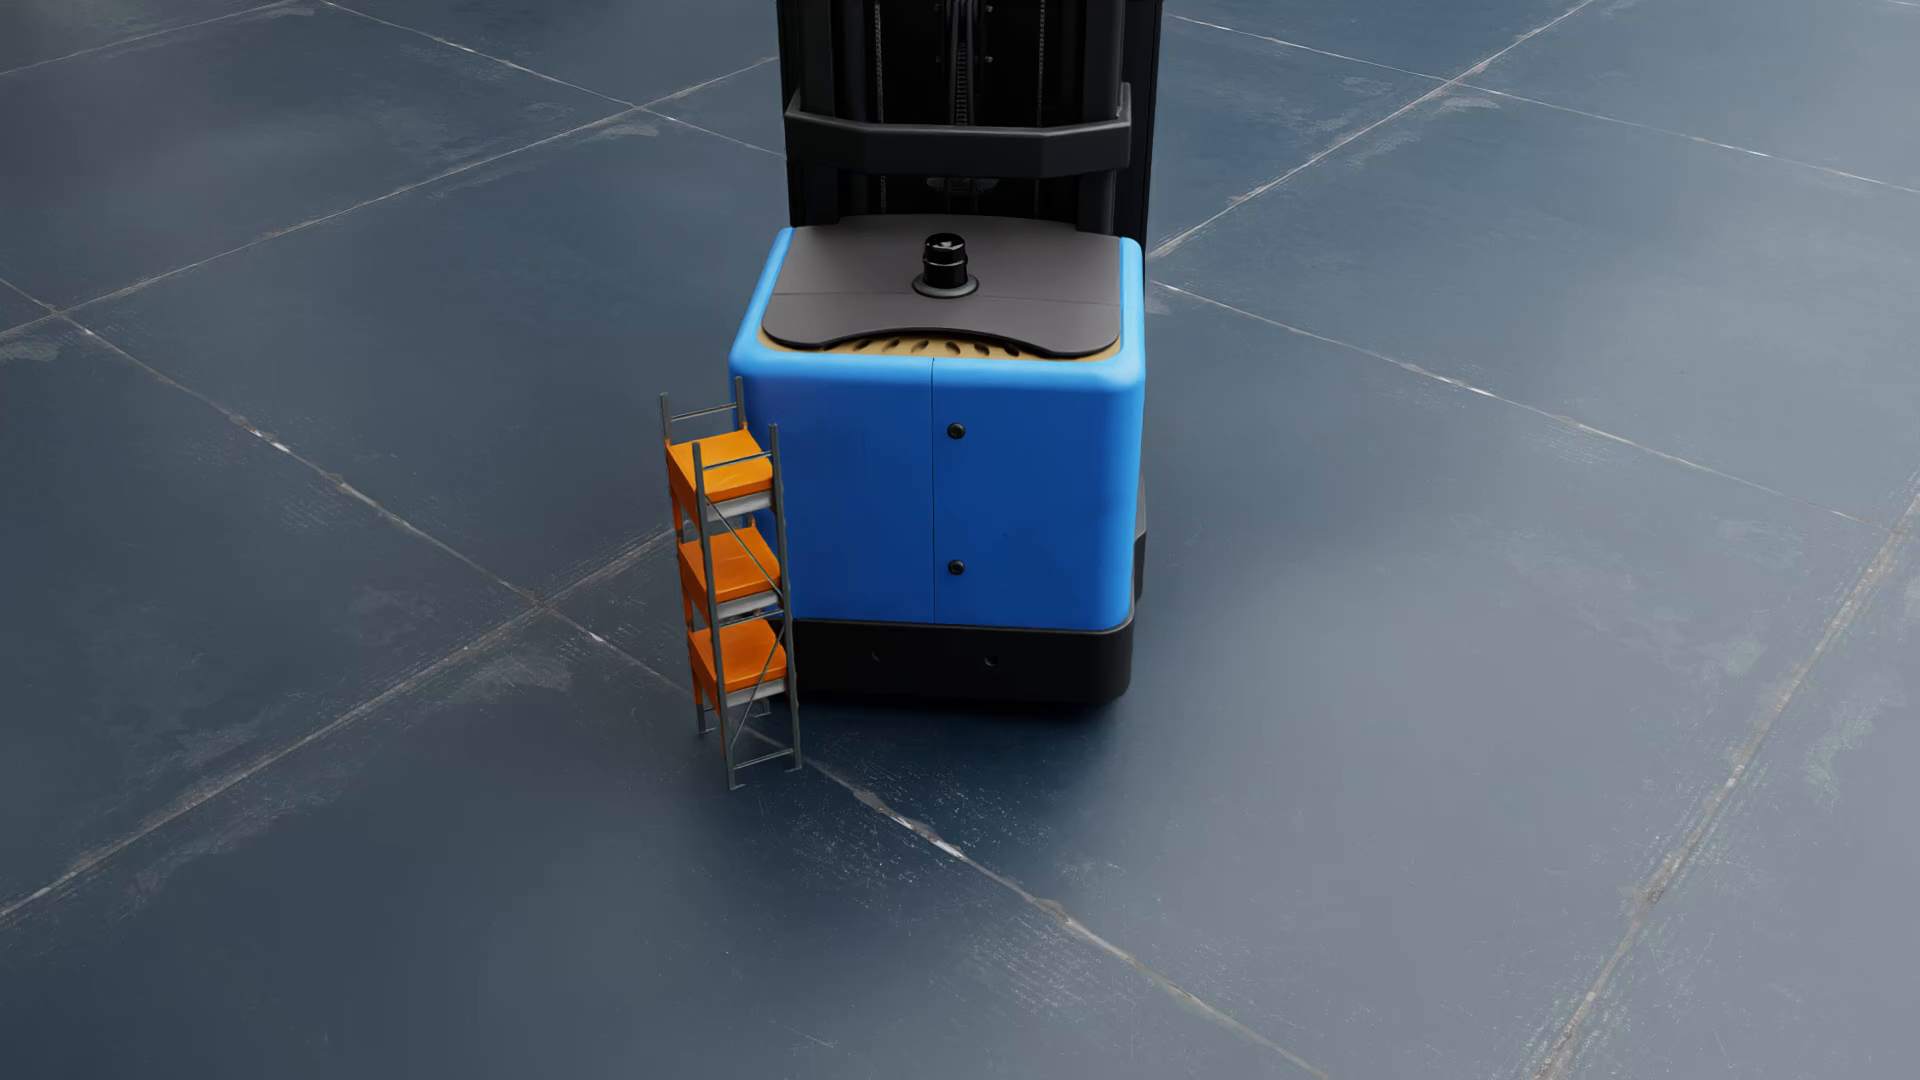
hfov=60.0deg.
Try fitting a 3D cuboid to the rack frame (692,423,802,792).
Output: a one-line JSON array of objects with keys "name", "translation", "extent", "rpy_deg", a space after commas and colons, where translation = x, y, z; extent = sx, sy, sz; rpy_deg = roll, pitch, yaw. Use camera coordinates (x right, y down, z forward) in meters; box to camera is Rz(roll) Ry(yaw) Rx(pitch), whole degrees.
[{"name": "rack frame", "translation": [-0.508, 0.193, 4.042], "extent": [0.200, 1.050, 0.008], "rpy_deg": [-15, 37, -21]}]

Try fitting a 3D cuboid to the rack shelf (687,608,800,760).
[{"name": "rack shelf", "translation": [-0.559, 0.368, 4.296], "extent": [0.215, 0.259, 0.240], "rpy_deg": [-15, 37, -21]}]

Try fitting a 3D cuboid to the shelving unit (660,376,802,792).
[{"name": "shelving unit", "translation": [-0.559, 0.130, 4.133], "extent": [0.215, 1.050, 0.252], "rpy_deg": [-15, 37, -21]}]

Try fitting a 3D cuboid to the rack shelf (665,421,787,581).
[{"name": "rack shelf", "translation": [-0.559, -0.095, 3.978], "extent": [0.215, 0.259, 0.240], "rpy_deg": [-15, 37, -21]}]

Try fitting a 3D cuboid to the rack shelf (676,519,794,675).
[{"name": "rack shelf", "translation": [-0.559, 0.139, 4.139], "extent": [0.215, 0.259, 0.240], "rpy_deg": [-15, 37, -21]}]

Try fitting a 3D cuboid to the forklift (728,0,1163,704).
[{"name": "forklift", "translation": [0.044, -1.578, 4.959], "extent": [1.130, 2.935, 3.031], "rpy_deg": [2, 35, 3]}]

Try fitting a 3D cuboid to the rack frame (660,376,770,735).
[{"name": "rack frame", "translation": [-0.611, 0.068, 4.224], "extent": [0.200, 1.050, 0.008], "rpy_deg": [-15, 37, -21]}]
